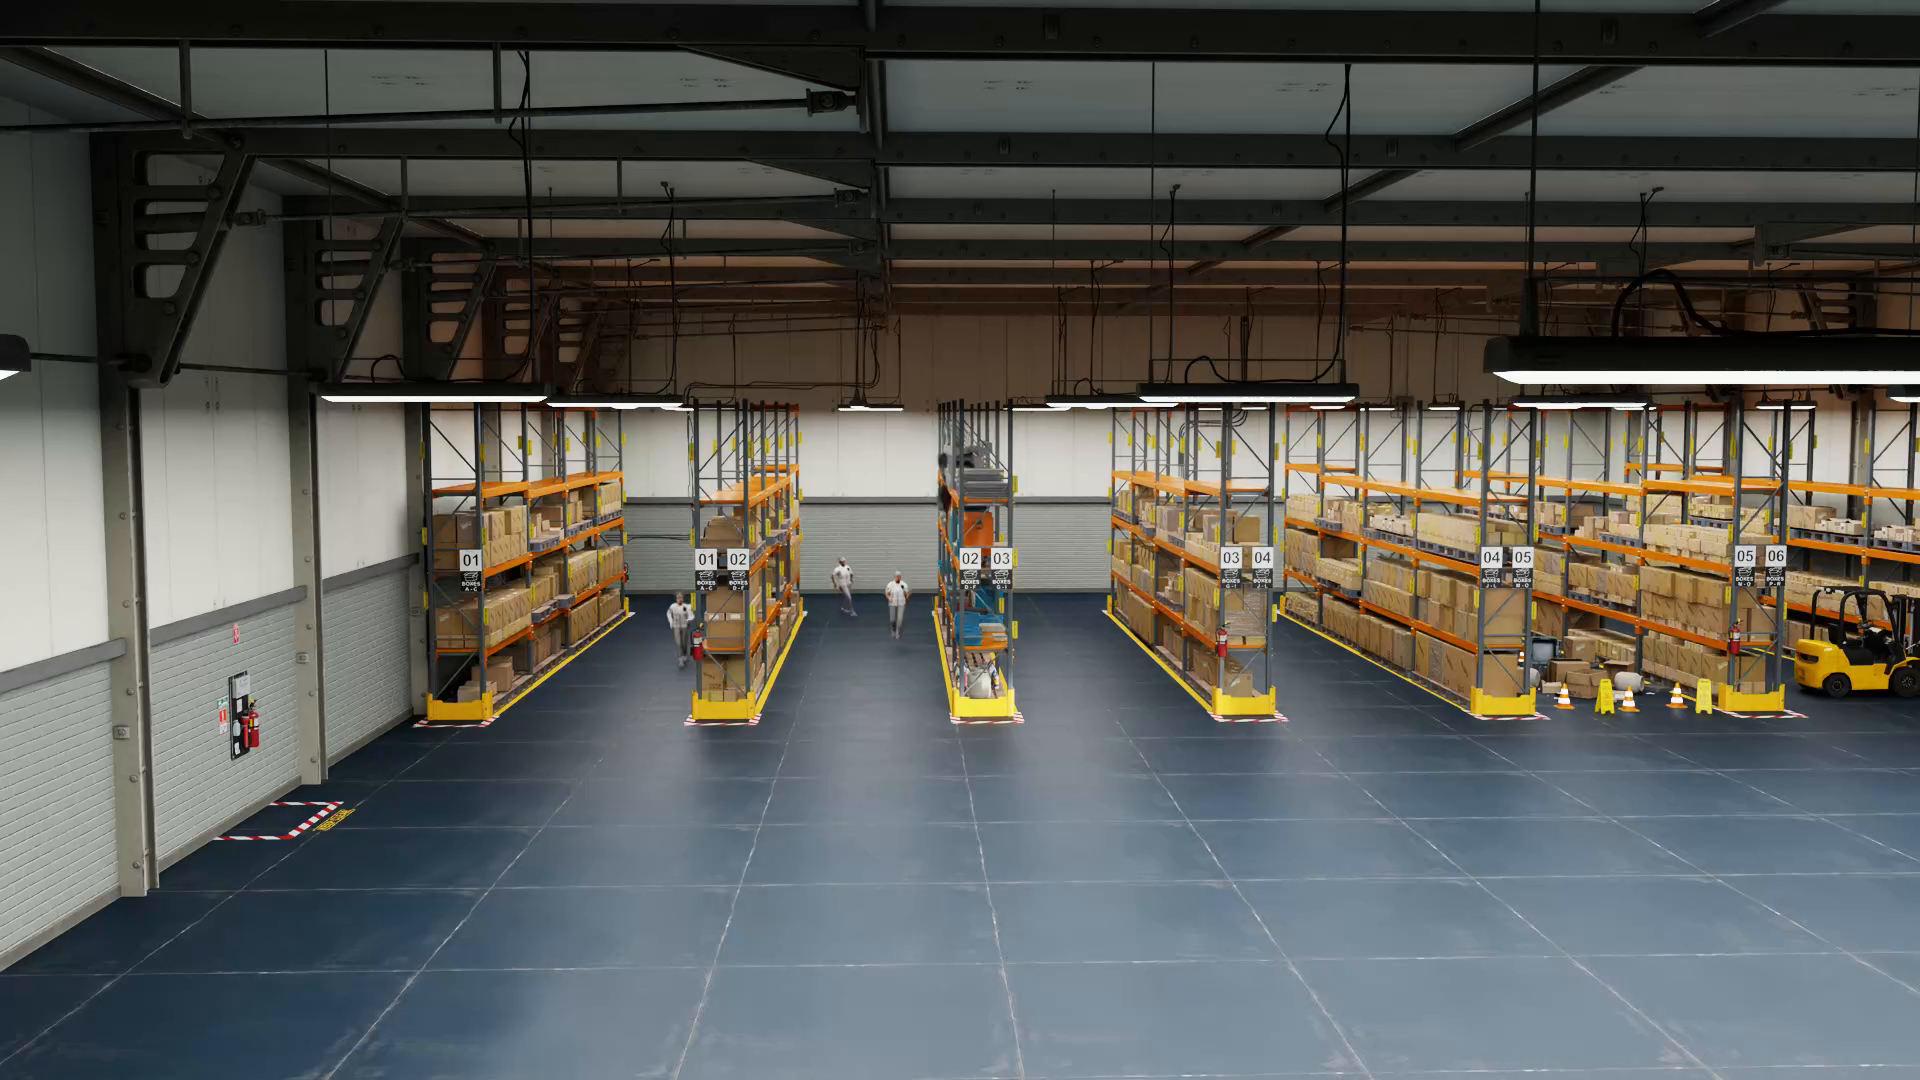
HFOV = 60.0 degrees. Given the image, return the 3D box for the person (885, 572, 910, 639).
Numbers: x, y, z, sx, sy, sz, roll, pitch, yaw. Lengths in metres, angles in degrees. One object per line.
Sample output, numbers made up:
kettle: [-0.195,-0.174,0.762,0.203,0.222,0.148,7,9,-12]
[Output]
person: [-1.510,1.581,40.279,0.595,1.642,0.516,0,4,-4]

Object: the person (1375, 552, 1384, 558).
person: [12.376,1.155,48.977,0.755,1.645,0.642,0,4,-1]

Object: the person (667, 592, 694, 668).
person: [-6.345,2.008,37.761,0.624,1.693,0.804,0,4,-6]

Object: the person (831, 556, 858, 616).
person: [-3.253,1.298,47.120,0.624,1.684,0.840,-4,6,-40]
